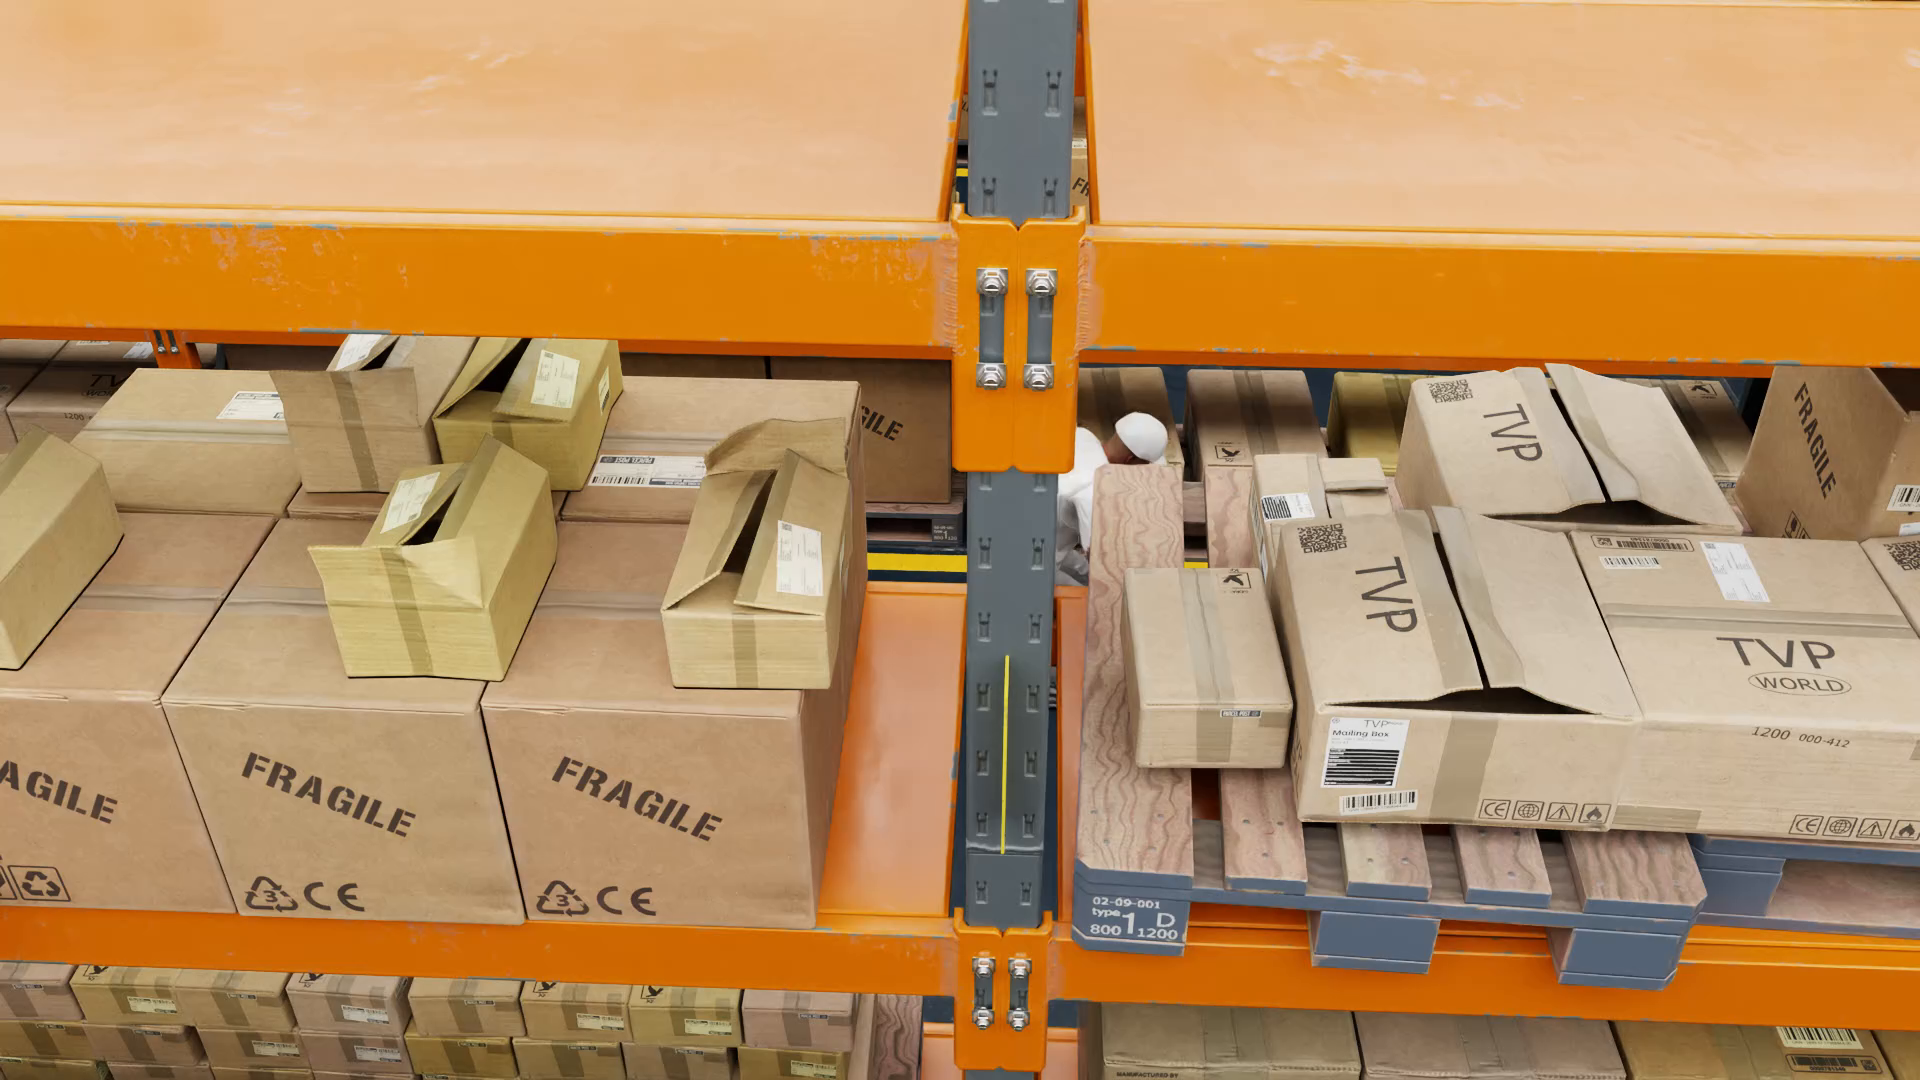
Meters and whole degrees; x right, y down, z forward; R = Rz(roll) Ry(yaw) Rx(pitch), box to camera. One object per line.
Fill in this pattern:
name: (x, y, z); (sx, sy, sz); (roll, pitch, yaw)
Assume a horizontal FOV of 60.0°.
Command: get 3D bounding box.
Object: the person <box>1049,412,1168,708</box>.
person: (0.499, 0.065, 7.294); (0.747, 1.432, 0.628); (0, 35, 0)
